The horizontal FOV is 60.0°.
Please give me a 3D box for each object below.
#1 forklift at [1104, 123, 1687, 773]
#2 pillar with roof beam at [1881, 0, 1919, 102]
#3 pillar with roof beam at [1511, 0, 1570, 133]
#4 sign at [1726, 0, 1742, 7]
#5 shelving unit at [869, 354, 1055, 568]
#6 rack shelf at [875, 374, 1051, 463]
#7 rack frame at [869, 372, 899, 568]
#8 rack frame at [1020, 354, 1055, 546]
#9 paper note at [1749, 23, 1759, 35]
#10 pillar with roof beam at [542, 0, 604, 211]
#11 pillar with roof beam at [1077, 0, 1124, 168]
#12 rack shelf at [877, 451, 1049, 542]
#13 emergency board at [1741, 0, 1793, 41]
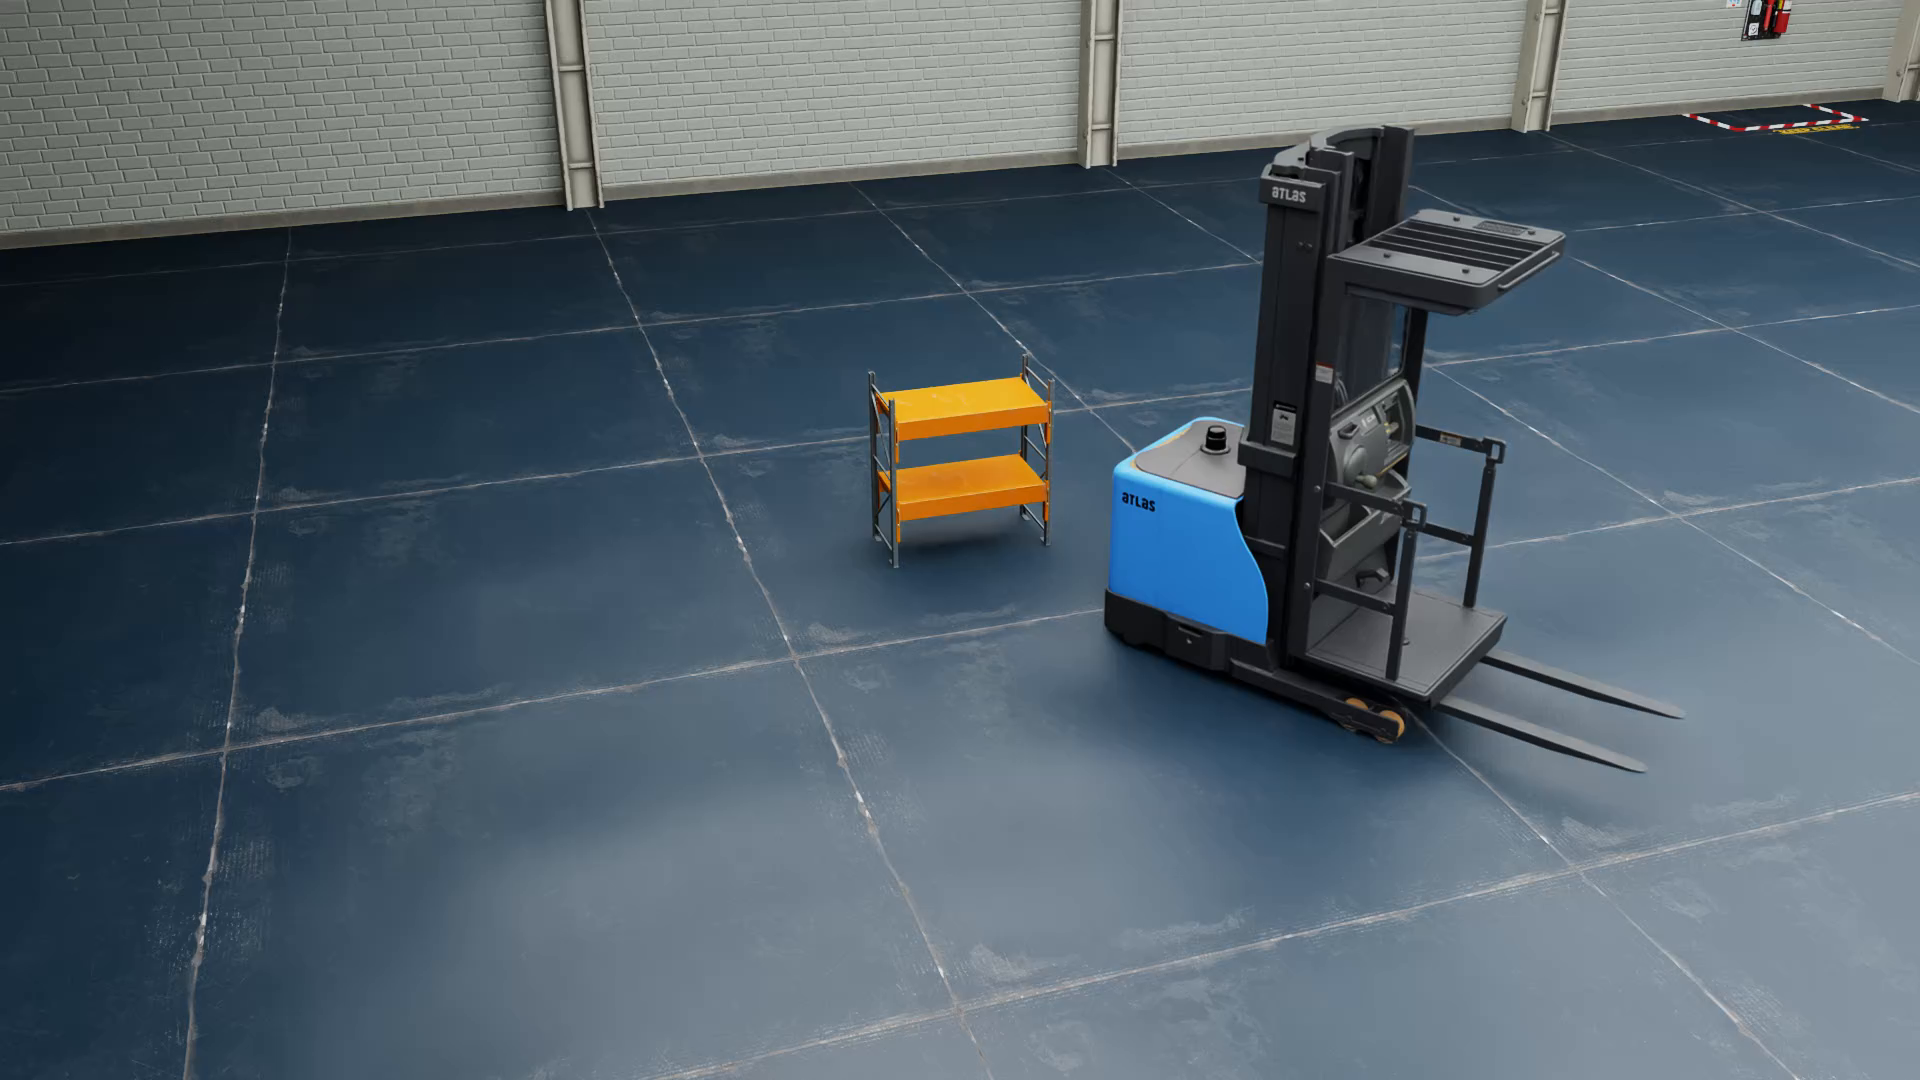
[{"bbox_3d":[2.305,-0.526,8.513,3.031,2.935,1.130,19,32,34],"label":"forklift"},{"bbox_3d":[14.364,-8.324,17.398,0.400,9.000,9.100,-8,28,-16],"label":"pillar with roof beam"},{"bbox_3d":[8.659,-7.498,15.734,0.400,9.000,9.100,-8,28,-16],"label":"pillar with roof beam"},{"bbox_3d":[10.112,-7.117,21.672,0.234,0.329,0.001,-8,28,-16],"label":"sign"},{"bbox_3d":[0.006,-0.505,10.502,1.048,1.125,0.538,-8,28,-16],"label":"shelving unit"},{"bbox_3d":[0.006,-0.767,10.372,1.000,0.278,0.538,-8,28,-16],"label":"rack shelf"},{"bbox_3d":[-0.477,-0.435,10.361,0.032,1.125,0.500,-8,28,-16],"label":"rack frame"},{"bbox_3d":[0.490,-0.575,10.643,0.032,1.125,0.500,-8,28,-16],"label":"rack frame"},{"bbox_3d":[10.480,-6.744,21.951,0.142,0.148,0.016,-8,28,-16],"label":"paper note"},{"bbox_3d":[-2.751,-5.846,12.405,0.400,9.000,9.100,-8,28,-16],"label":"pillar with roof beam"},{"bbox_3d":[2.954,-6.672,14.069,0.400,9.000,9.100,-8,28,-16],"label":"pillar with roof beam"},{"bbox_3d":[0.006,-0.286,10.610,1.000,0.278,0.538,-8,28,-16],"label":"rack shelf"},{"bbox_3d":[10.669,-7.133,21.745,0.643,1.169,0.194,-8,28,-16],"label":"emergency board"}]
